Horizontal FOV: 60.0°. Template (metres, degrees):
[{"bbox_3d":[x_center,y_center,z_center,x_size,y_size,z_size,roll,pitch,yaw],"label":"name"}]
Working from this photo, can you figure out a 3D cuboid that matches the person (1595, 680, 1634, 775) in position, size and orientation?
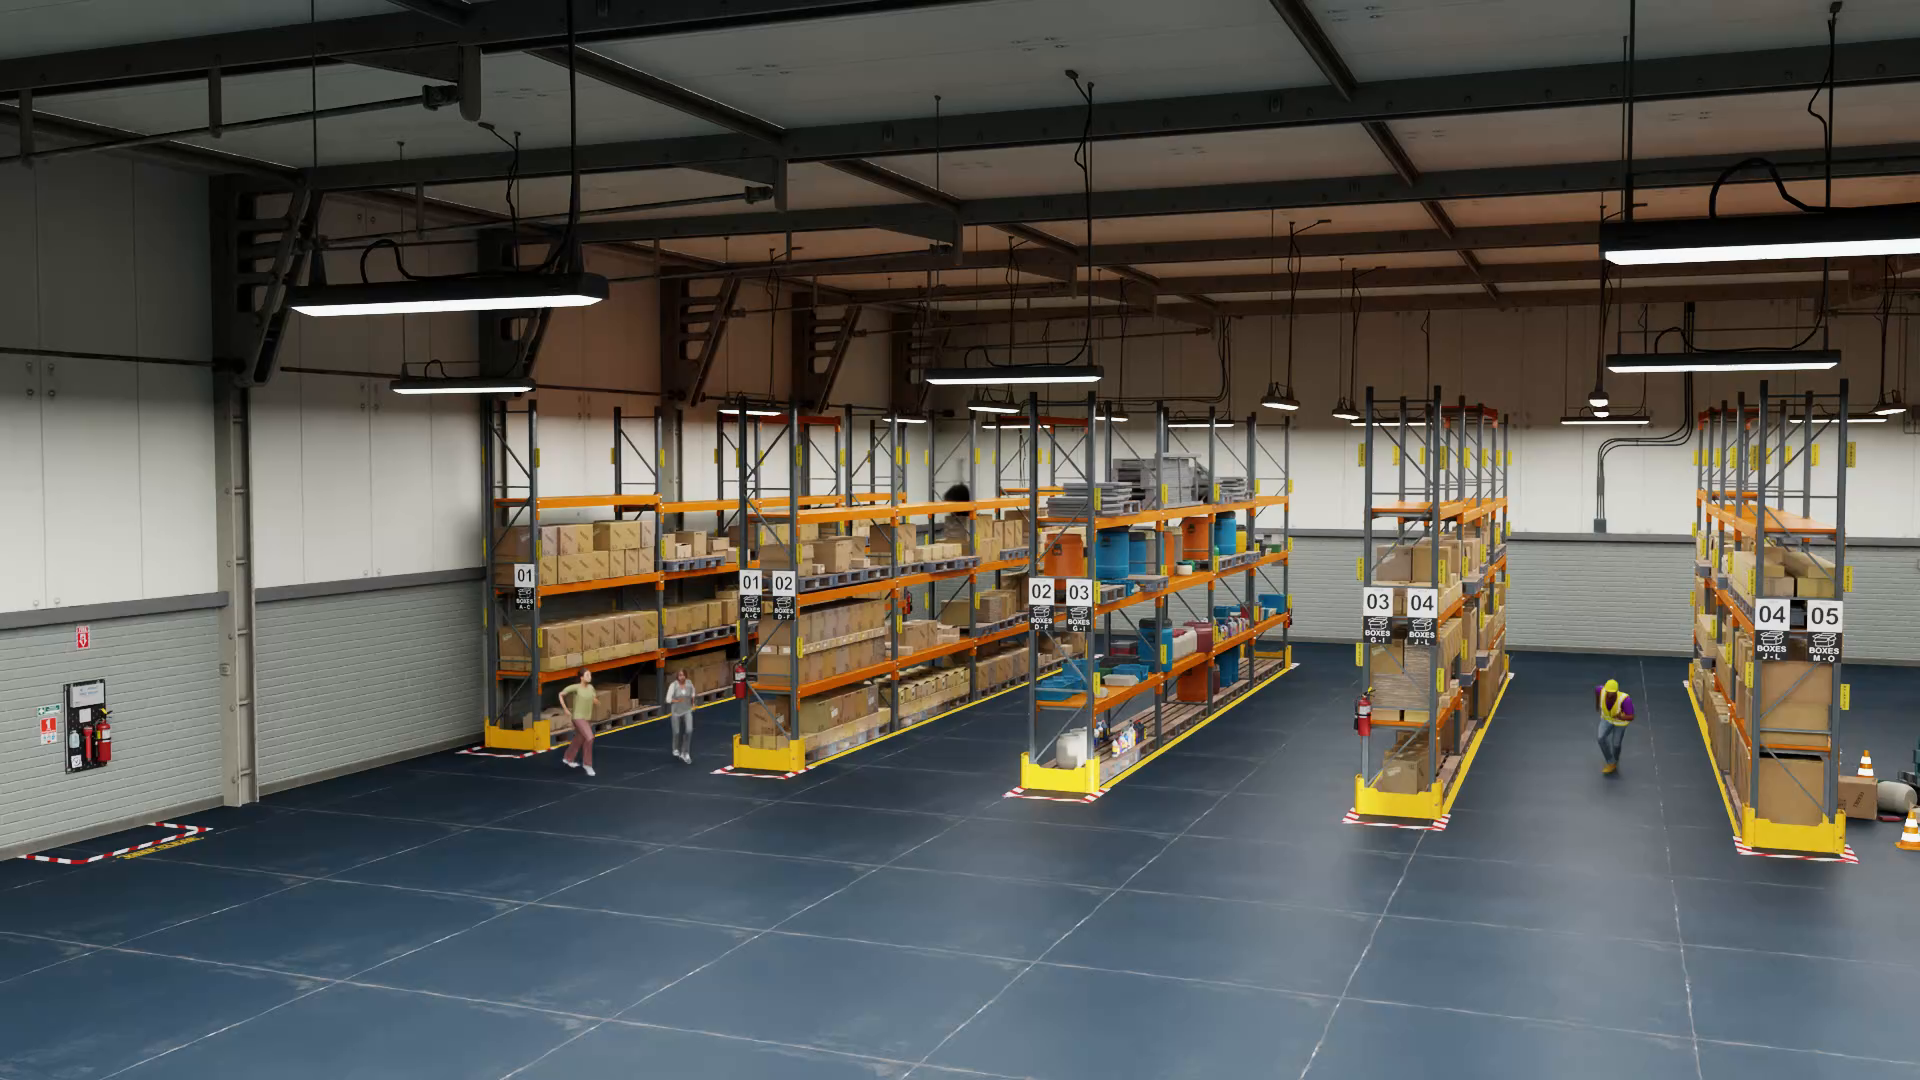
[{"bbox_3d":[10.434,2.941,26.503,0.693,1.539,1.161,2,3,33],"label":"person"}]

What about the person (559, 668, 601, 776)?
[{"bbox_3d":[-6.044,2.869,26.346,0.841,1.705,0.615,2,3,31],"label":"person"}]

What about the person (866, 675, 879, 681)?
[{"bbox_3d":[-1.967,2.388,36.131,0.679,1.675,0.770,0,3,7],"label":"person"}]

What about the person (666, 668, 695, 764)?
[{"bbox_3d":[-4.592,2.867,27.346,0.512,1.569,0.845,-1,3,-17],"label":"person"}]
